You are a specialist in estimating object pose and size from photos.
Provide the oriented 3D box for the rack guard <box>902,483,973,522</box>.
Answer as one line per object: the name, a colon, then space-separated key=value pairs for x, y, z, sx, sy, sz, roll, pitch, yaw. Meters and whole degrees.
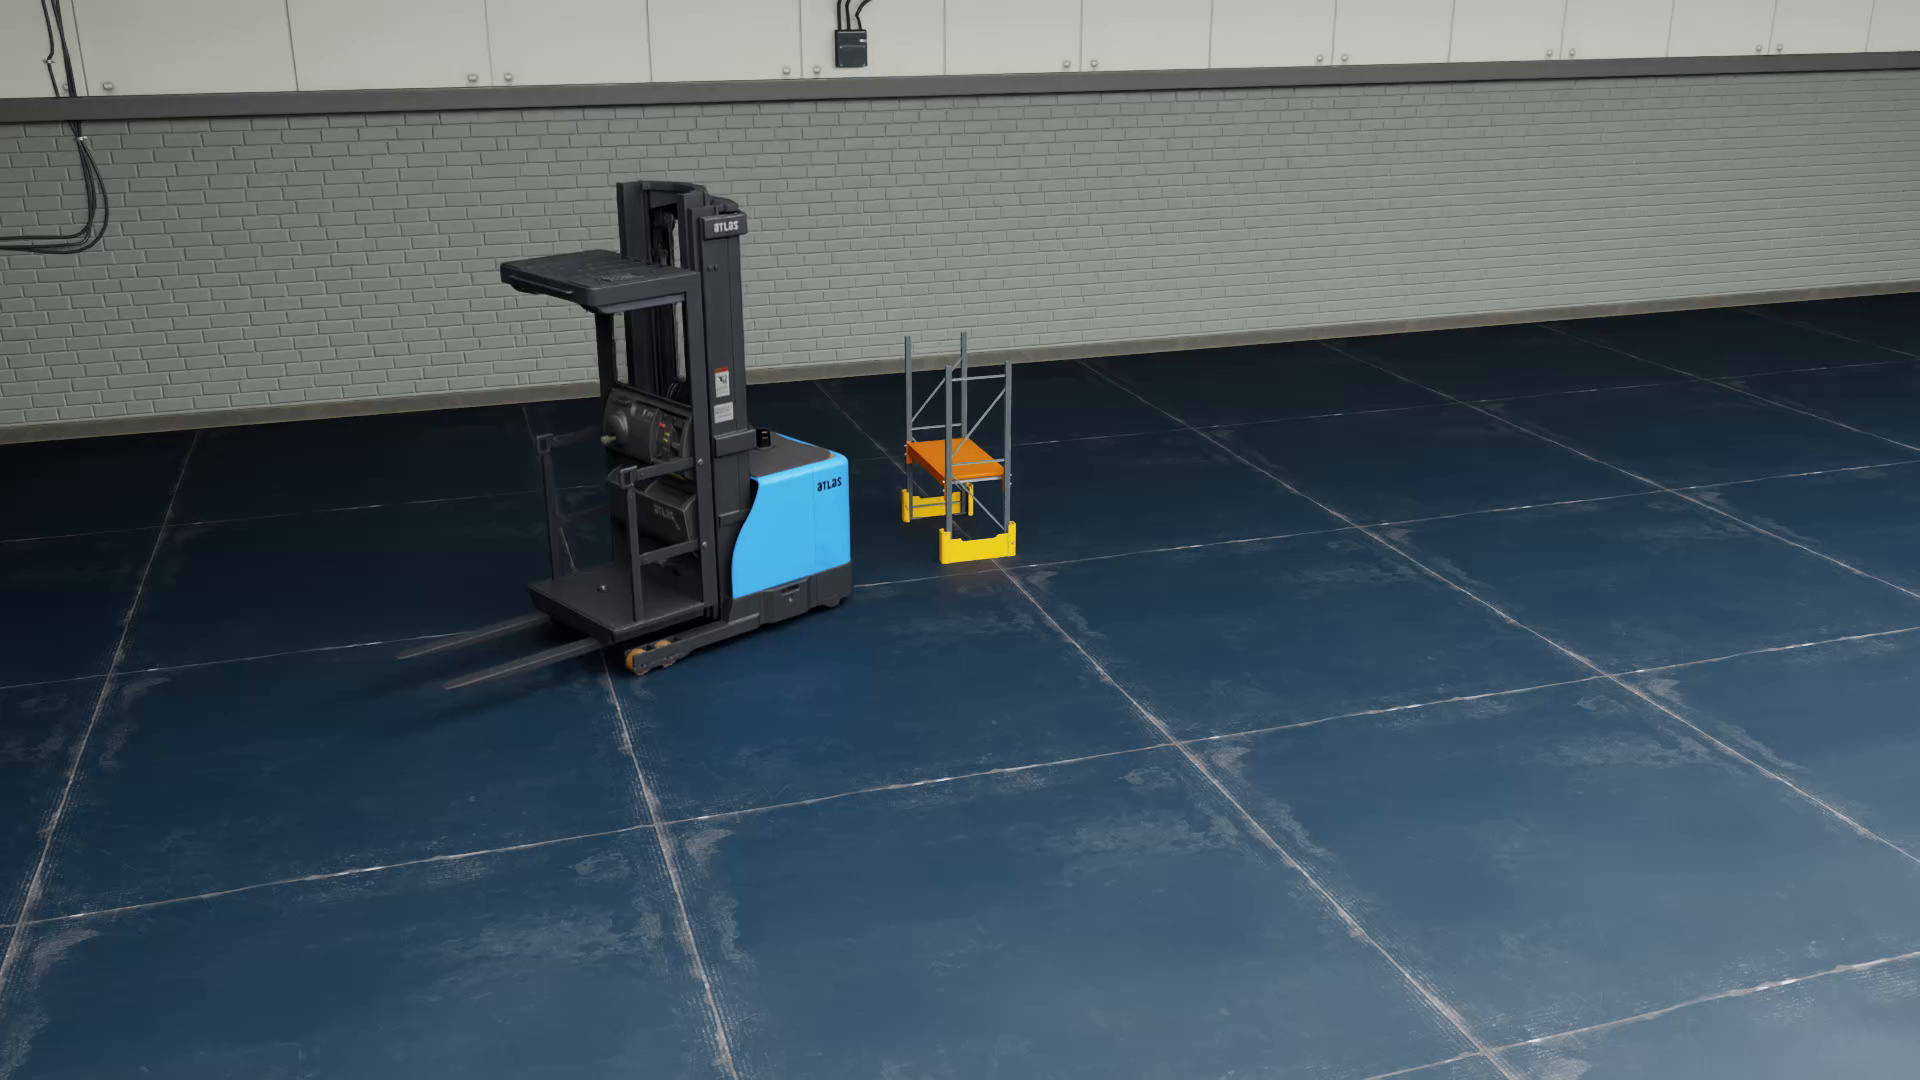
rack guard: x=-0.180 y=-0.302 z=13.387 sx=0.587 sy=0.250 sz=0.087 roll=-6 pitch=21 yaw=-17

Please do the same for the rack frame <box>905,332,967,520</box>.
rack frame: x=-0.187 y=-0.896 z=13.193 sx=0.500 sy=1.500 sz=0.032 roll=-6 pitch=21 yaw=-17

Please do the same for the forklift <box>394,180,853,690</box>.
forklift: x=-2.167 y=-0.721 z=10.588 sx=3.031 sy=2.935 sz=1.130 roll=-18 pitch=26 yaw=-40

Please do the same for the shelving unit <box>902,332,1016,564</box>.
shelving unit: x=-0.024 y=-0.730 z=12.731 sx=0.587 sy=1.500 sz=1.083 roll=-6 pitch=21 yaw=-17

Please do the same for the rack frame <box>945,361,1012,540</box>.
rack frame: x=0.133 y=-0.570 z=12.285 sx=0.500 sy=1.500 sz=0.032 roll=-6 pitch=21 yaw=-17

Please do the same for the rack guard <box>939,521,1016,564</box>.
rack guard: x=0.133 y=0.018 z=12.497 sx=0.587 sy=0.250 sz=0.087 roll=-6 pitch=21 yaw=-17

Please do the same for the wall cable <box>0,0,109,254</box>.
wall cable: x=-9.152 y=-3.616 z=14.265 sx=3.097 sy=2.526 sz=0.112 roll=-6 pitch=21 yaw=-17

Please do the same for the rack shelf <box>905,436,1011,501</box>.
rack shelf: x=-0.027 y=-0.564 z=12.800 sx=0.538 sy=0.185 sz=1.000 roll=-6 pitch=21 yaw=-17

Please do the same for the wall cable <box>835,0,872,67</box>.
wall cable: x=-0.134 y=-7.681 z=15.959 sx=2.305 sy=6.003 sz=0.169 roll=-6 pitch=21 yaw=-17
